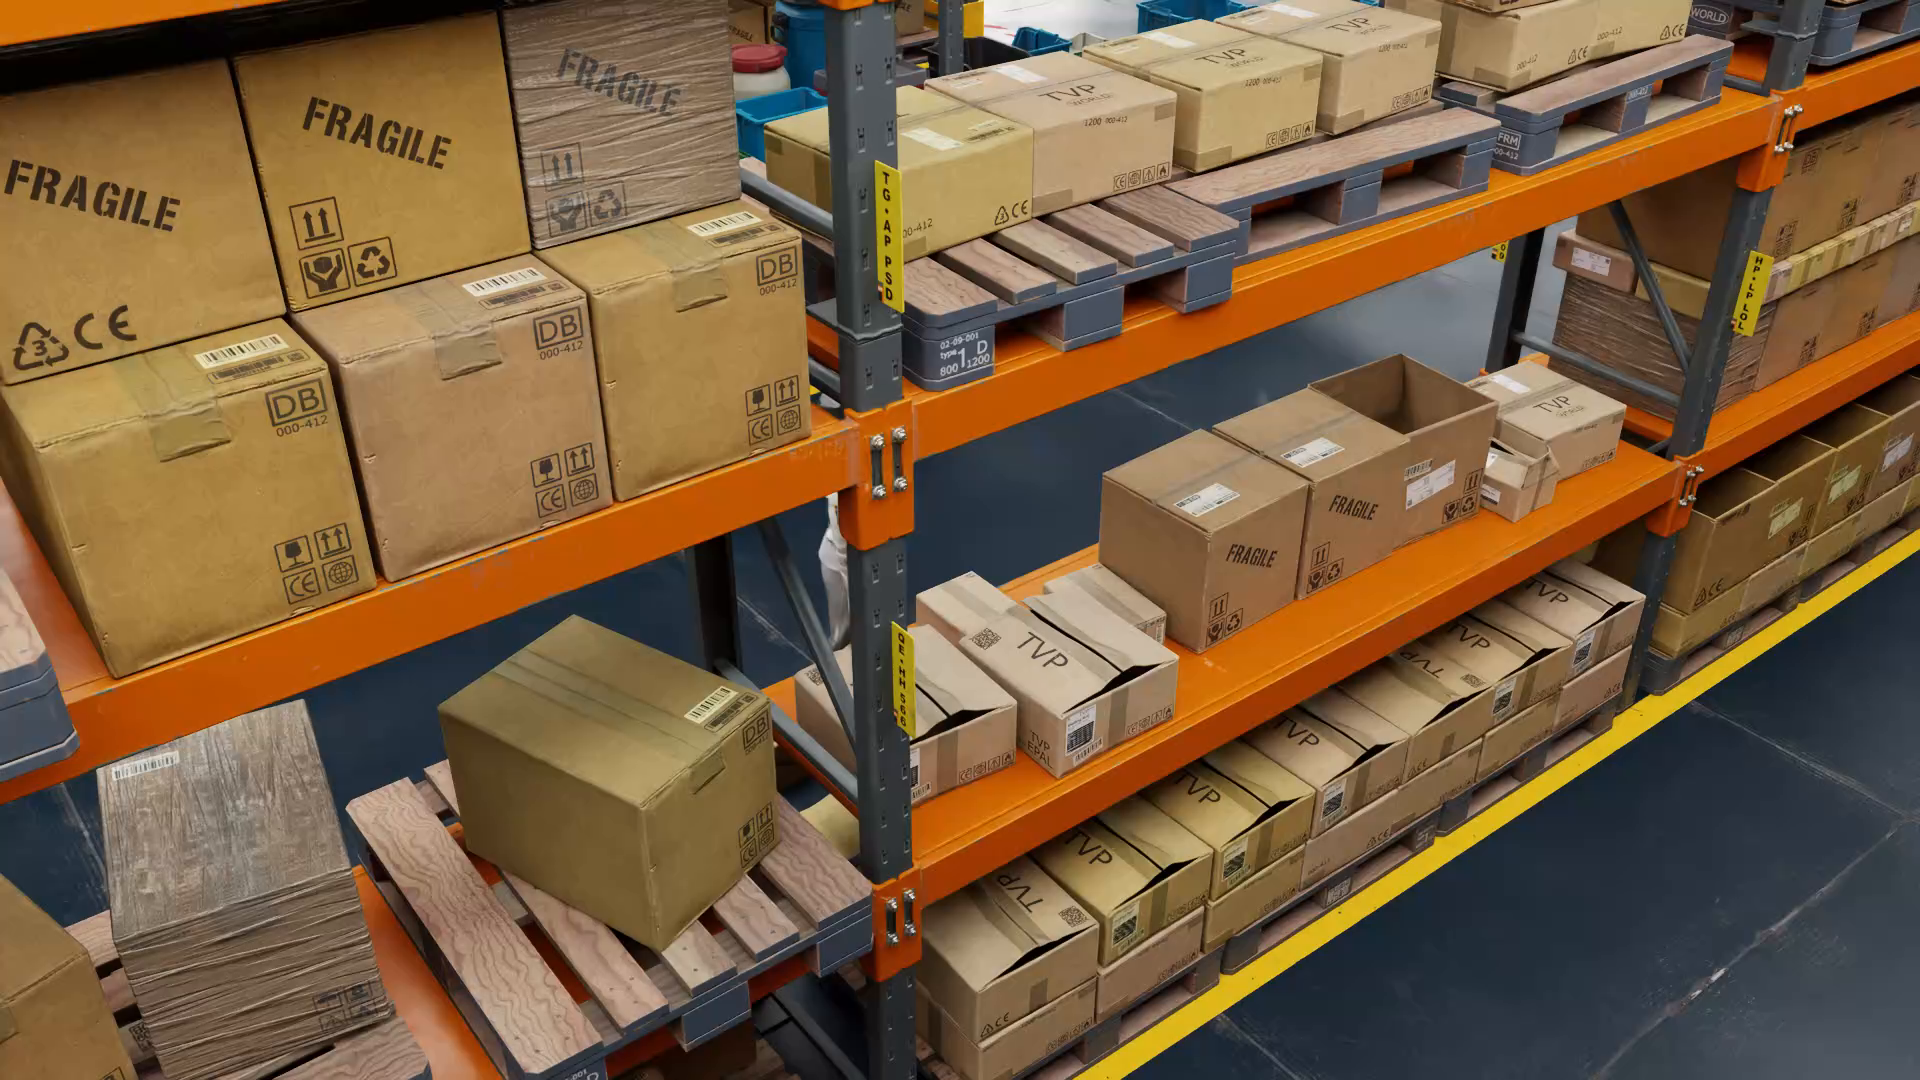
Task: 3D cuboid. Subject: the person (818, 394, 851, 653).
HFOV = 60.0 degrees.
[{"bbox_3d":[-0.400,0.098,6.924,0.405,1.679,0.528,6,33,9],"label":"person"}]
